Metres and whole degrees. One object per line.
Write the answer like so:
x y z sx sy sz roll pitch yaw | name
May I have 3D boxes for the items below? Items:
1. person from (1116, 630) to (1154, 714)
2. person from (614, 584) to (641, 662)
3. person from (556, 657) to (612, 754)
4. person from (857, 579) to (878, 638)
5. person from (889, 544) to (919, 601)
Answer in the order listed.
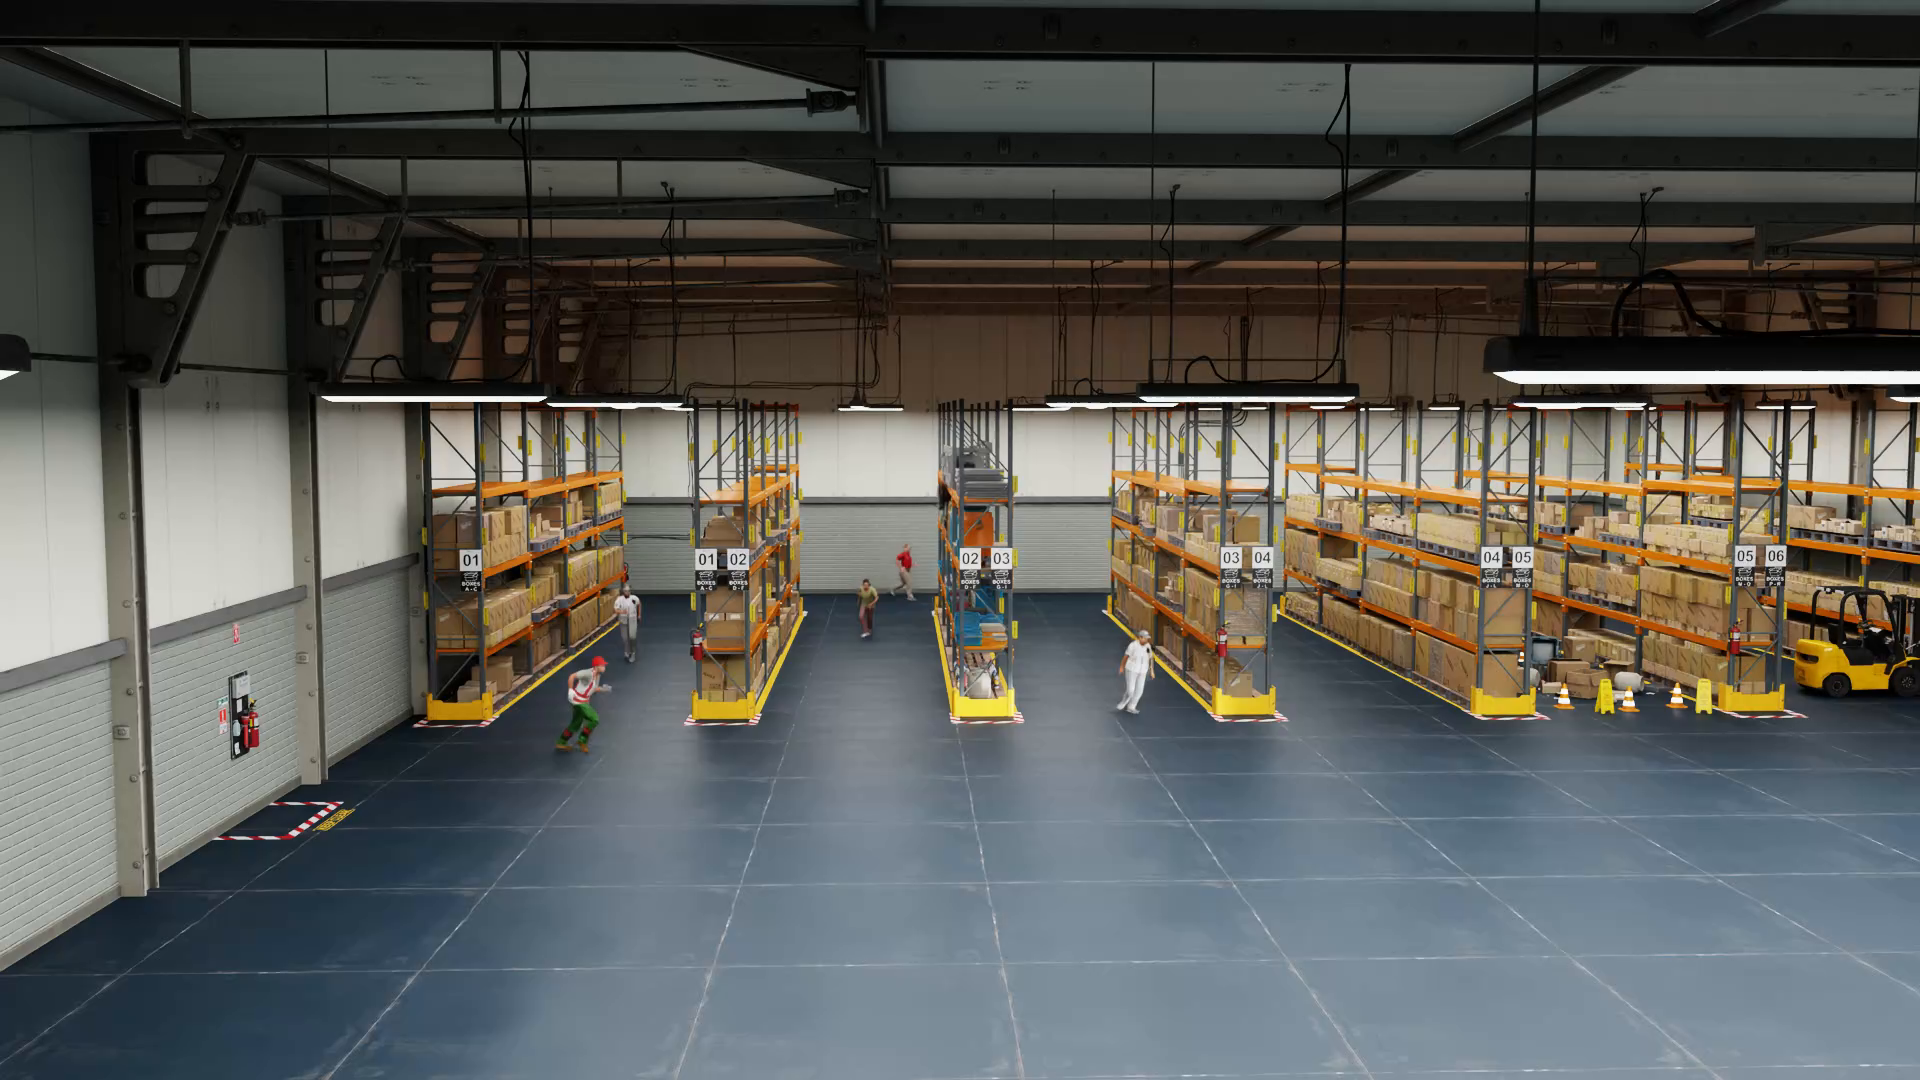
3.361 2.514 31.707 0.649 1.627 0.606 -2 5 -21 | person
-7.696 1.928 38.502 0.610 1.838 0.855 -1 4 -8 | person
-6.366 2.785 27.981 0.974 1.660 0.712 1 4 10 | person
-2.336 1.704 42.730 0.590 1.504 1.038 1 4 10 | person
-1.760 0.995 51.147 0.959 1.728 0.624 1 4 14 | person
